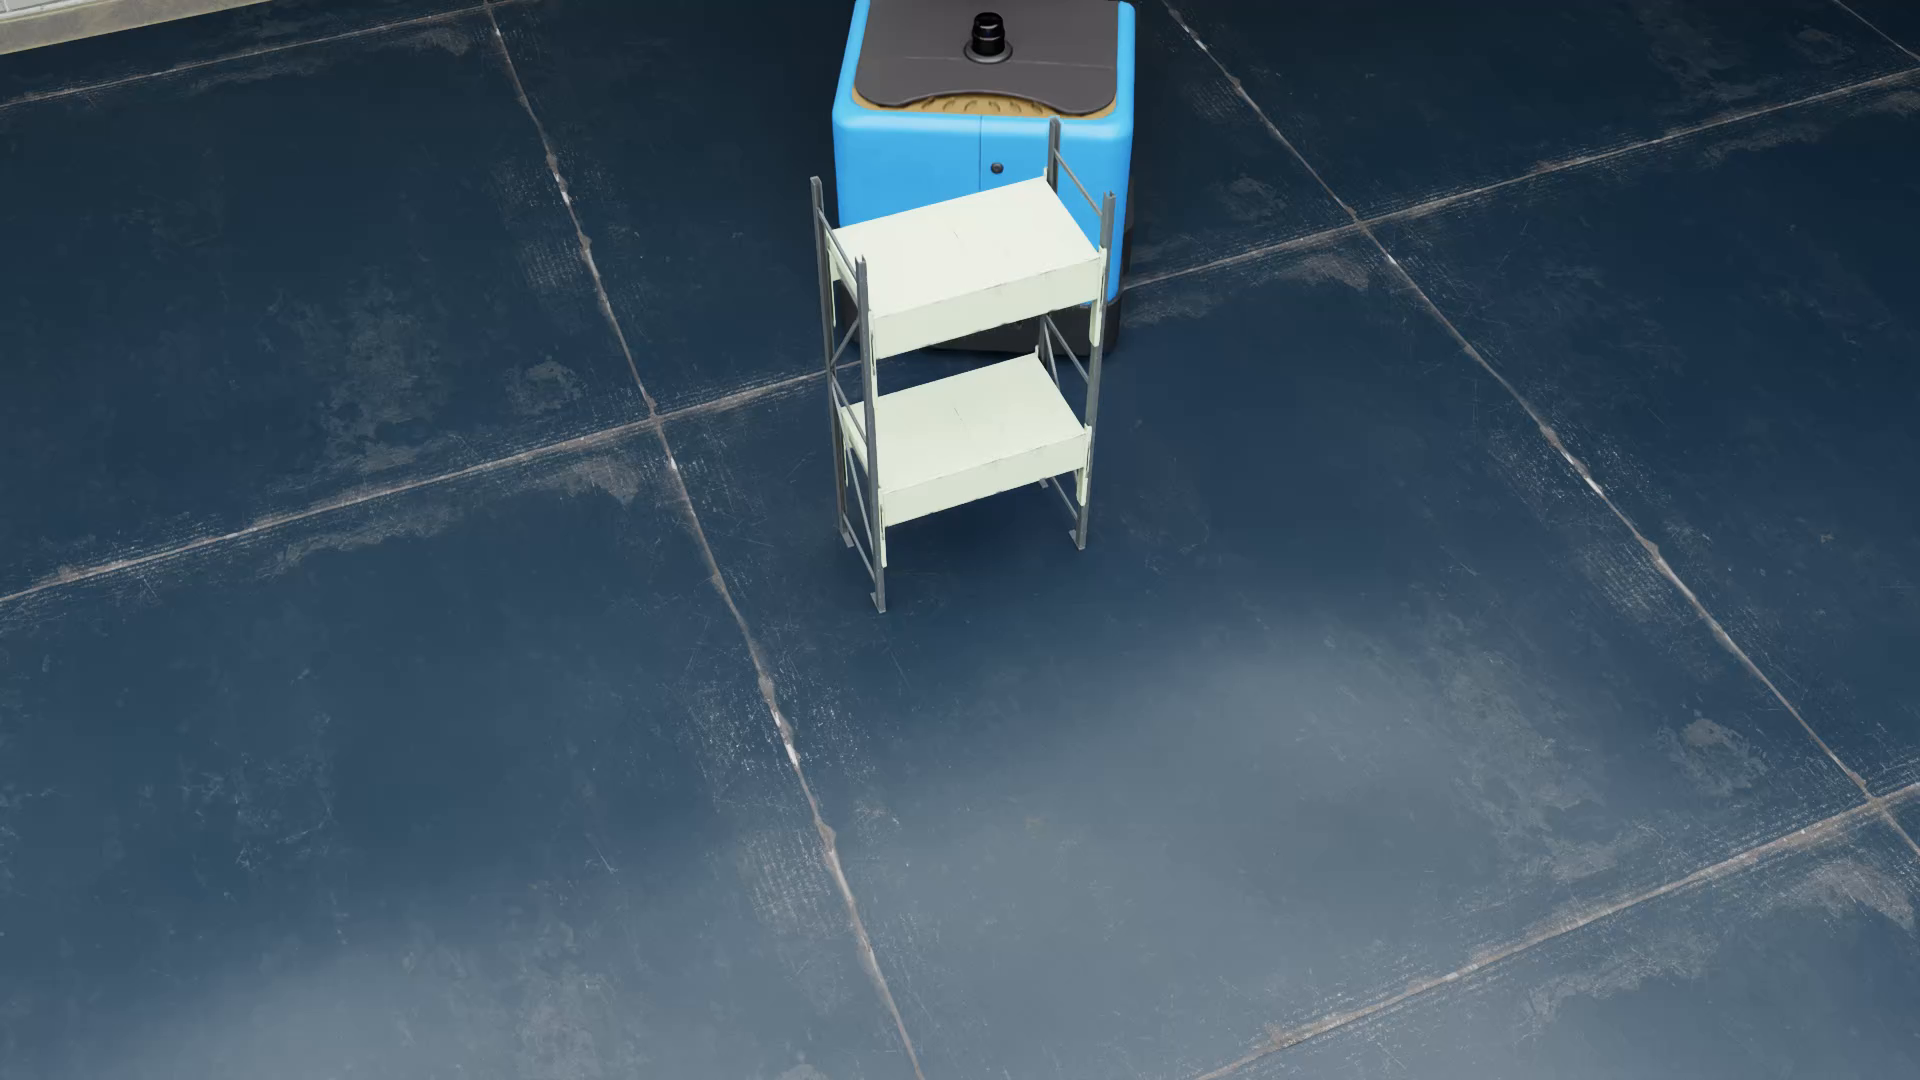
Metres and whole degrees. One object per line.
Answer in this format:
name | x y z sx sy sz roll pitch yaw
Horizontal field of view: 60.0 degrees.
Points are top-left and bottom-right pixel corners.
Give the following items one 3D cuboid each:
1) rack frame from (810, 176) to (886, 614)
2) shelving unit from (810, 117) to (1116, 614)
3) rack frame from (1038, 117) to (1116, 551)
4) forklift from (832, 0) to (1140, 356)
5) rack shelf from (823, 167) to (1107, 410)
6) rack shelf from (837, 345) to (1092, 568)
rack frame | -0.333 -0.386 5.093 0.023 1.500 0.400 -17 52 -14
shelving unit | 0.006 -0.491 5.183 0.755 1.500 0.431 -17 52 -14
rack frame | 0.345 -0.596 5.273 0.023 1.500 0.400 -17 52 -14
forklift | 0.181 -2.768 6.195 1.130 2.935 3.031 3 49 3
rack shelf | 0.006 -0.745 4.887 0.720 0.370 0.431 -17 52 -14
rack shelf | 0.006 -0.278 5.430 0.720 0.370 0.431 -17 52 -14
